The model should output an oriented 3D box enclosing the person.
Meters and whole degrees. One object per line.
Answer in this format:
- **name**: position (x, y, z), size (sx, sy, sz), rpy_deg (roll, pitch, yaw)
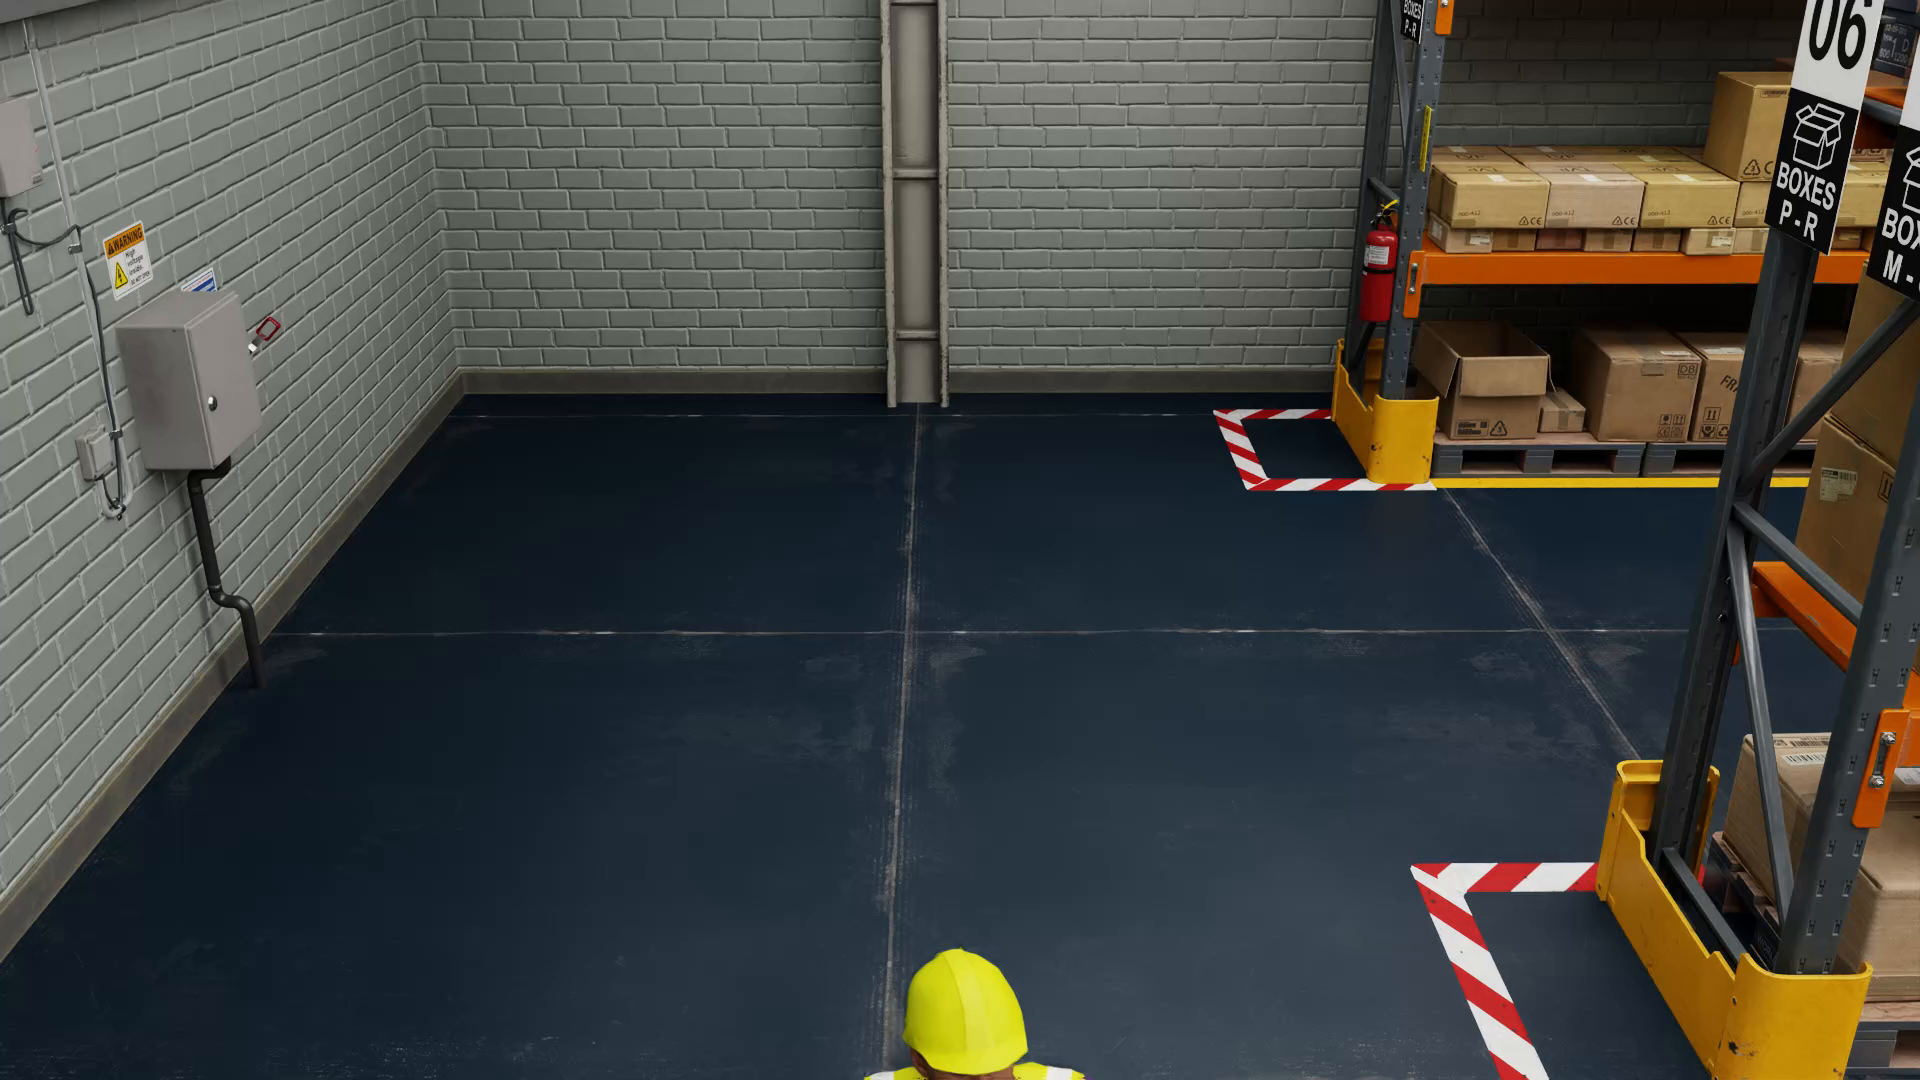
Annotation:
- **person**: position (0.051, 1.525, 3.150), size (0.607, 1.729, 1.014), rpy_deg (-3, 24, -7)
